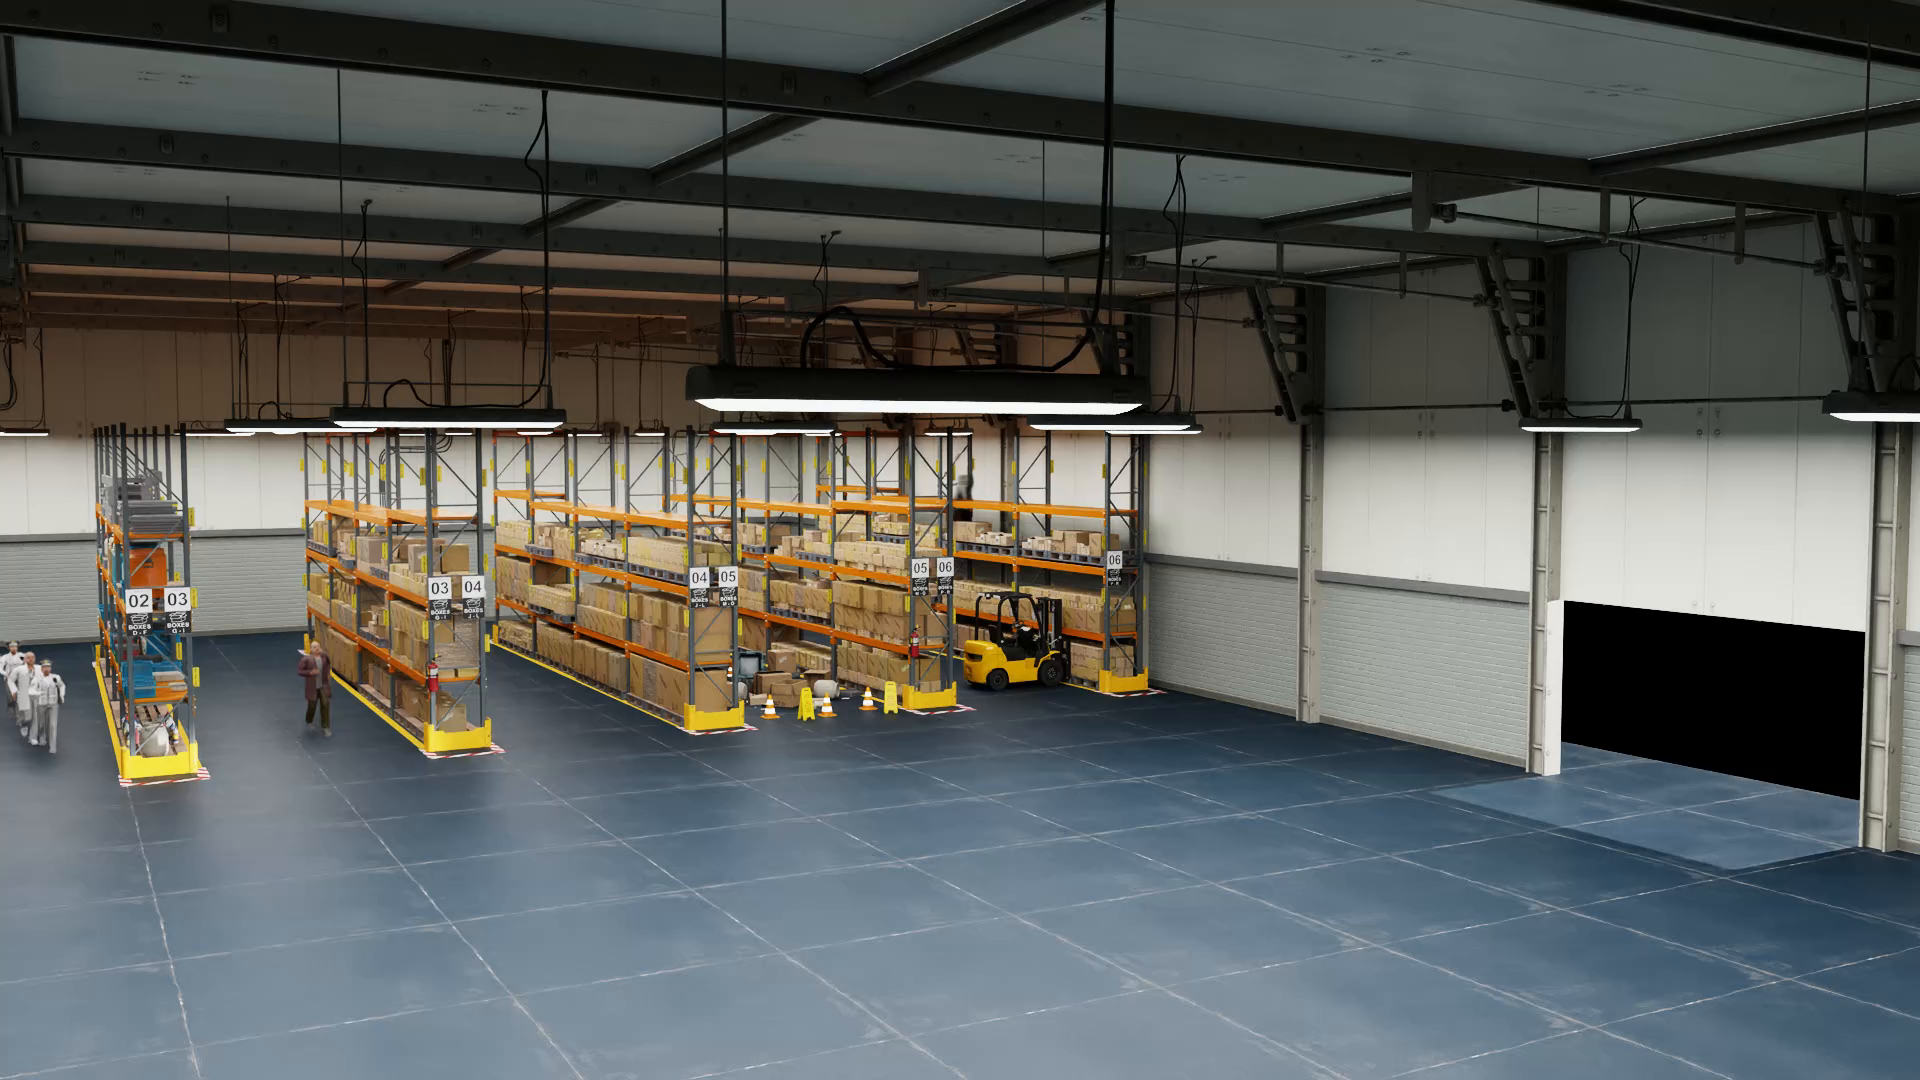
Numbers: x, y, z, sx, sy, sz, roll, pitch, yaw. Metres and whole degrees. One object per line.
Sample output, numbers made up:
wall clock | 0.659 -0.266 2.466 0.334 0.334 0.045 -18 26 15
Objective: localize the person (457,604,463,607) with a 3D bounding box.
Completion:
person | -14.010 2.079 46.077 0.687 1.782 0.632 0 3 -7

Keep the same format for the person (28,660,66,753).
person | -16.707 3.017 30.451 0.611 1.674 0.928 -2 4 -32

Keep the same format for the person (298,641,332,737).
person | -12.456 2.861 32.174 0.701 1.808 0.986 -3 4 -38

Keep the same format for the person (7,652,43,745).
person | -17.478 2.970 31.272 0.712 1.735 0.636 -3 5 -40

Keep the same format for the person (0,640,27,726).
person | -19.093 2.856 33.588 0.617 1.696 0.882 -3 4 -37
